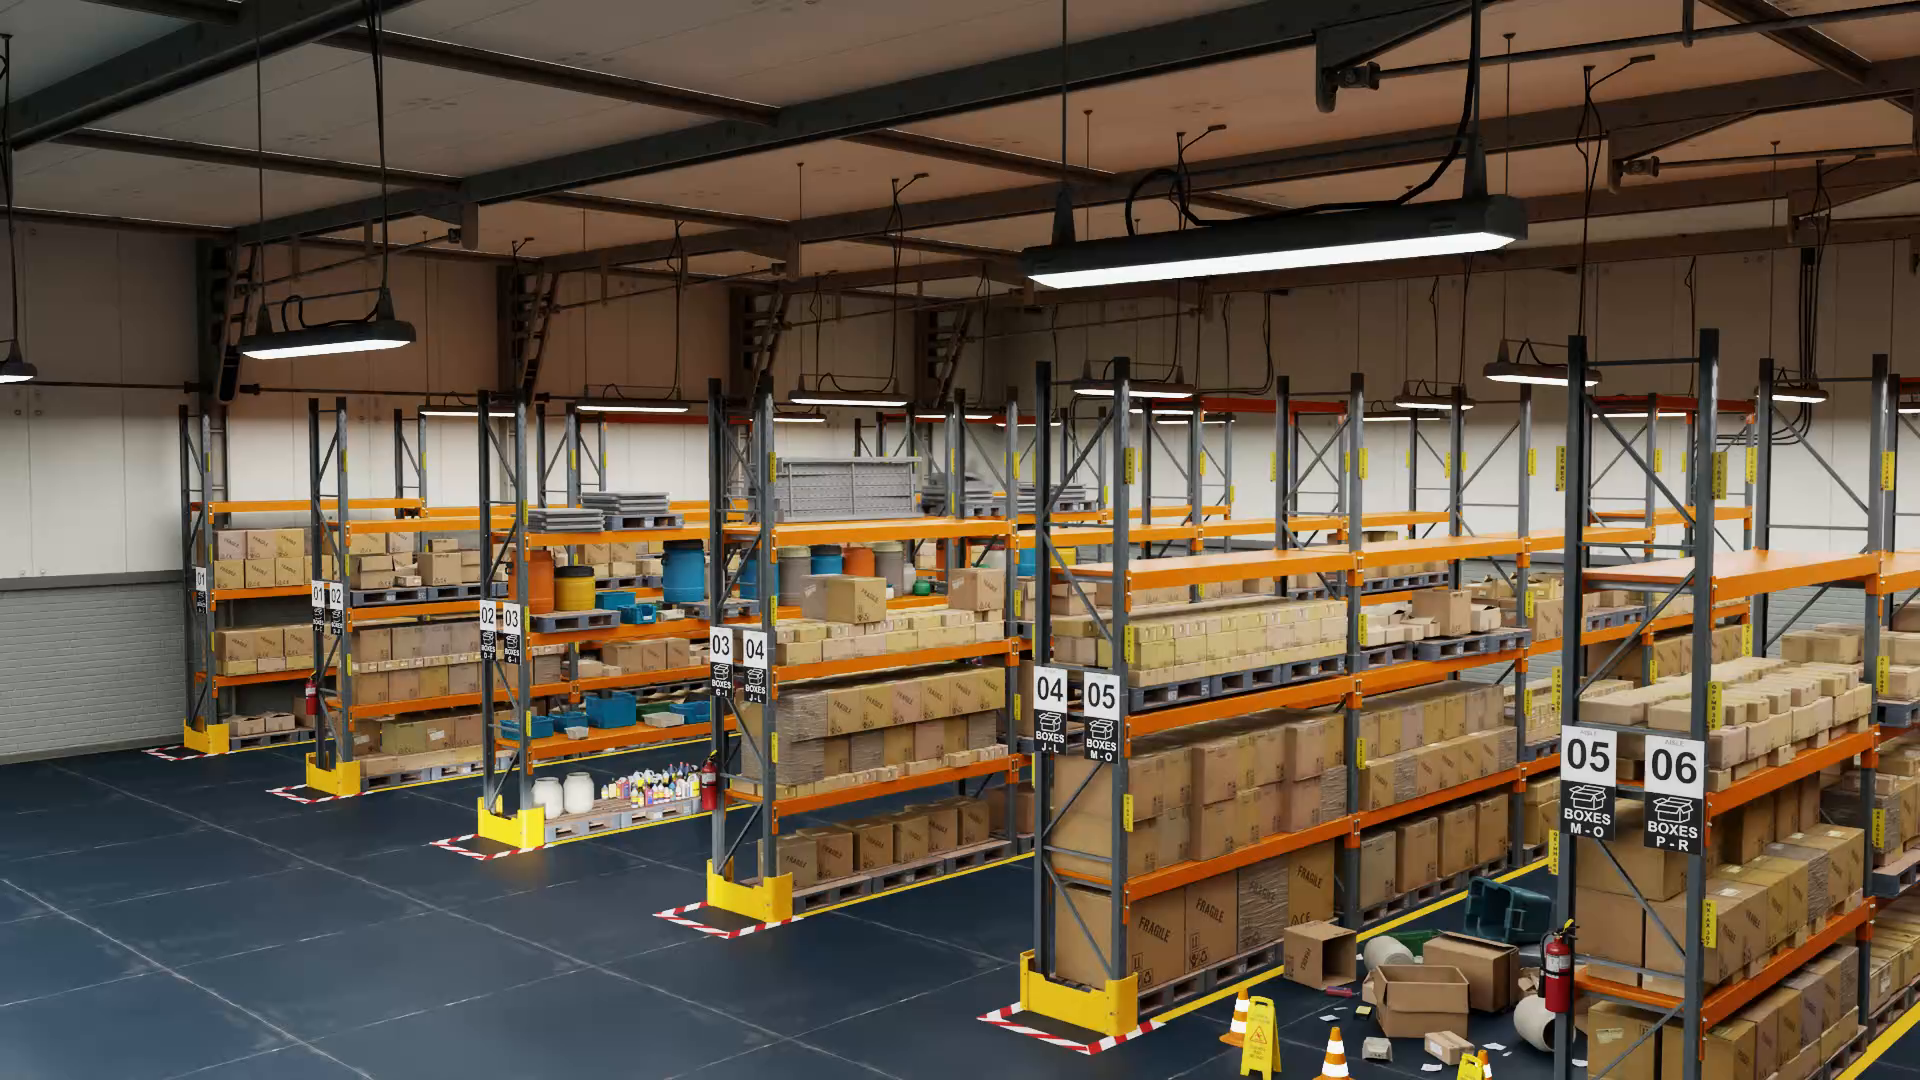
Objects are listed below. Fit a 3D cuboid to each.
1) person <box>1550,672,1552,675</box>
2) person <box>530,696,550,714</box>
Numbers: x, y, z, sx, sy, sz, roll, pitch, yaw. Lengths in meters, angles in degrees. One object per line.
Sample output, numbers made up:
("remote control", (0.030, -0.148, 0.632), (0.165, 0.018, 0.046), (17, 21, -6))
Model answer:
("person", (9.771, 2.888, 26.899), (0.956, 1.729, 0.648), (-2, 4, -34))
("person", (-7.543, 2.737, 29.590), (0.627, 1.770, 0.869), (3, 4, 40))
